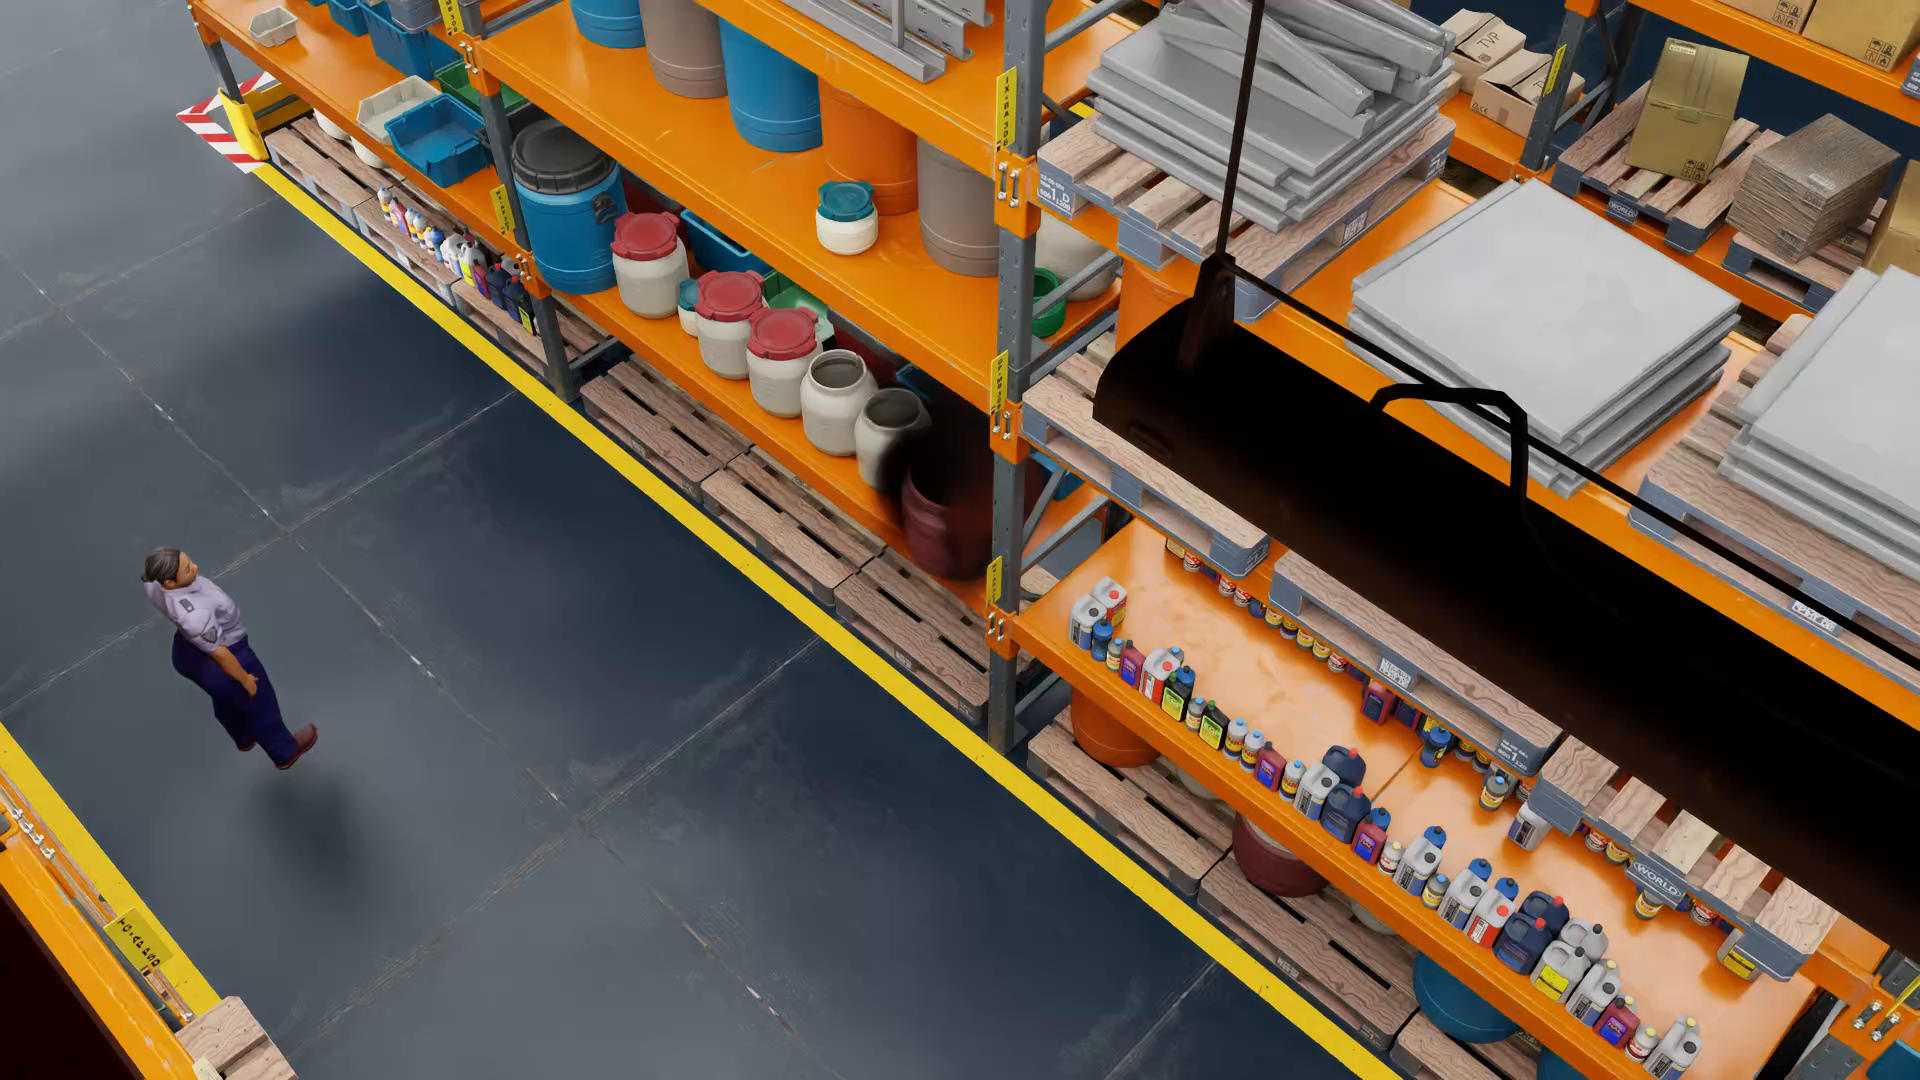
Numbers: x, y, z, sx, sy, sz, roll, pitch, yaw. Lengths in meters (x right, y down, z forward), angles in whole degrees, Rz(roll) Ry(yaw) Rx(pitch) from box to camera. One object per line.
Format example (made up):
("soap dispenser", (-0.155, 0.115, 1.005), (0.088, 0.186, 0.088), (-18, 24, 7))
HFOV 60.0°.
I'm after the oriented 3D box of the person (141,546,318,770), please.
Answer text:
("person", (-3.750, 0.580, 8.439), (0.518, 1.649, 0.392), (26, 55, 20))
